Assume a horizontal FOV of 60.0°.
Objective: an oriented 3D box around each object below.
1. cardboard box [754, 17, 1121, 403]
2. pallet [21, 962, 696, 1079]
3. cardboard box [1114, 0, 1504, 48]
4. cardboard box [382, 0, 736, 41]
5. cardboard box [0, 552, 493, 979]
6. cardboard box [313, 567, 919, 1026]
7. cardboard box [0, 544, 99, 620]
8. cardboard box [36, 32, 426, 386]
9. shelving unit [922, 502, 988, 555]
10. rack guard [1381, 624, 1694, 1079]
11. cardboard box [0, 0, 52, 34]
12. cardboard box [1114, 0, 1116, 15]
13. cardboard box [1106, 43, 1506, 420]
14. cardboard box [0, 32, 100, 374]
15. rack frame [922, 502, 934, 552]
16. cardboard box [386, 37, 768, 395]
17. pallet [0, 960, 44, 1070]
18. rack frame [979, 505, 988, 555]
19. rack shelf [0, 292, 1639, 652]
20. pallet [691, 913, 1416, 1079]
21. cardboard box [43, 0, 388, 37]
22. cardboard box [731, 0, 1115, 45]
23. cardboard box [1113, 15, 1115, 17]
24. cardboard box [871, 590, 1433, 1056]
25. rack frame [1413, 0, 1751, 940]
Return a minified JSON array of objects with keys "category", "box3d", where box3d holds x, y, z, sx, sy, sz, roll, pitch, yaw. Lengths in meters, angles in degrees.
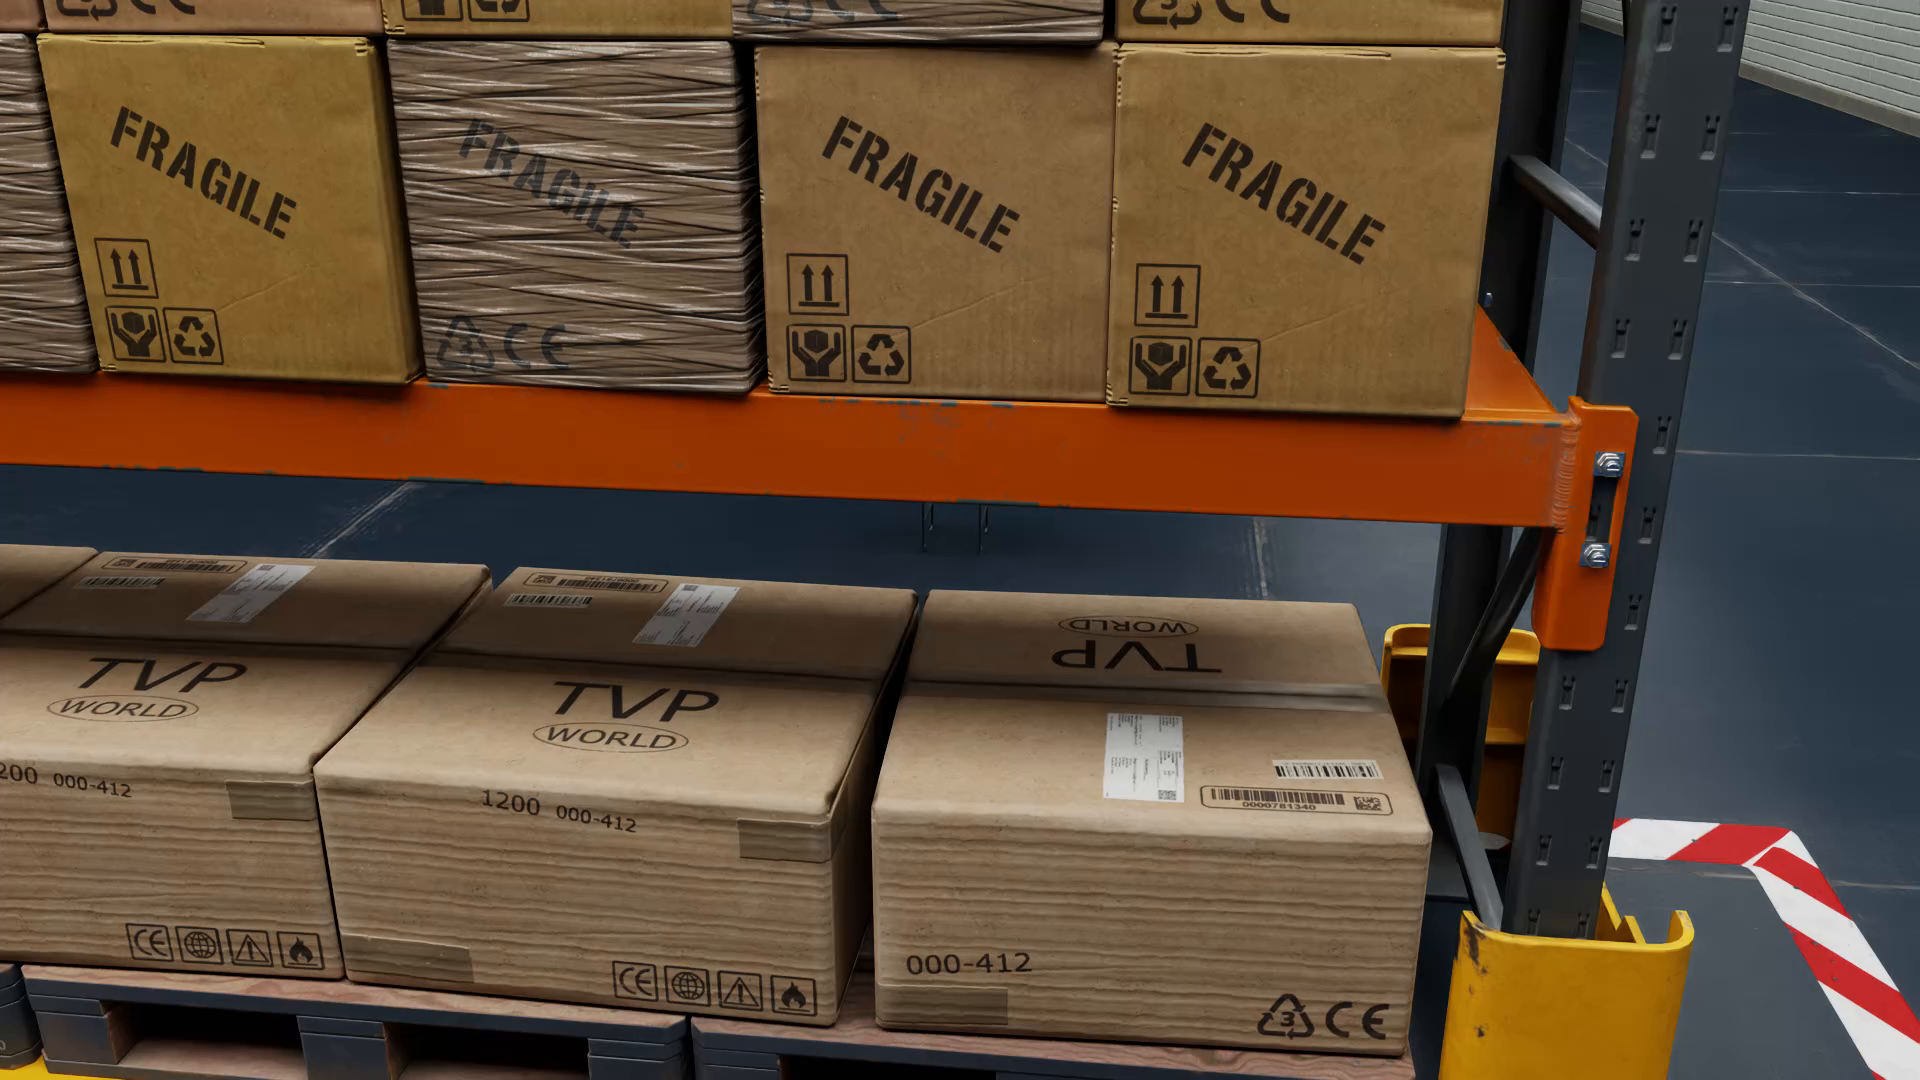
[{"category":"cardboard box","box3d":[-0.009,-0.528,2.559,0.500,0.500,0.500,2,22,5]},{"category":"pallet","box3d":[-1.014,0.707,3.364,1.213,0.211,1.003,2,22,6]},{"category":"cardboard box","box3d":[0.491,-0.975,2.331,0.500,0.500,0.500,3,22,8]},{"category":"cardboard box","box3d":[-0.522,-1.010,2.418,0.500,0.500,0.500,2,22,6]},{"category":"cardboard box","box3d":[-1.474,0.398,3.267,0.875,0.438,0.875,2,22,5]},{"category":"cardboard box","box3d":[-0.579,0.438,3.166,0.875,0.438,0.875,3,22,8]},{"category":"cardboard box","box3d":[-2.364,0.360,3.364,0.875,0.438,0.875,2,22,6]},{"category":"cardboard box","box3d":[-1.035,-0.564,2.651,0.500,0.500,0.500,3,22,8]},{"category":"shelving unit","box3d":[-0.014,-0.559,5.221,0.189,1.200,0.258,2,22,6]},{"category":"rack guard","box3d":[1.022,0.634,3.157,0.348,0.500,1.175,2,22,6]},{"category":"cardboard box","box3d":[-1.522,-1.055,2.532,0.500,0.500,0.500,3,22,7]},{"category":"cardboard box","box3d":[0.041,-1.186,2.864,0.500,0.500,0.500,2,22,5]},{"category":"cardboard box","box3d":[0.488,-0.501,2.490,0.500,0.500,0.500,3,22,7]},{"category":"cardboard box","box3d":[-1.547,-0.586,2.707,0.500,0.500,0.500,3,22,7]},{"category":"rack frame","box3d":[-0.105,-0.563,5.231,0.006,1.200,0.240,2,22,6]},{"category":"cardboard box","box3d":[-0.521,-0.546,2.606,0.500,0.500,0.500,3,22,8]},{"category":"pallet","box3d":[-2.229,0.655,3.495,1.213,0.211,1.003,2,22,6]},{"category":"rack frame","box3d":[0.076,-0.555,5.211,0.006,1.200,0.240,2,22,6]},{"category":"rack shelf","box3d":[-0.988,-0.282,3.051,4.000,0.370,1.077,2,22,6]},{"category":"pallet","box3d":[0.195,0.761,3.228,1.213,0.211,1.003,2,22,6]},{"category":"cardboard box","box3d":[-1.021,-1.032,2.475,0.500,0.500,0.500,2,22,6]},{"category":"cardboard box","box3d":[-0.031,-0.987,2.361,0.500,0.500,0.500,3,22,6]},{"category":"cardboard box","box3d":[0.049,-0.714,3.029,0.500,0.500,0.500,2,22,6]},{"category":"cardboard box","box3d":[0.331,0.474,3.074,0.875,0.438,0.875,2,22,4]},{"category":"rack frame","box3d":[0.998,-0.530,2.700,0.127,3.000,1.000,2,22,6]}]
